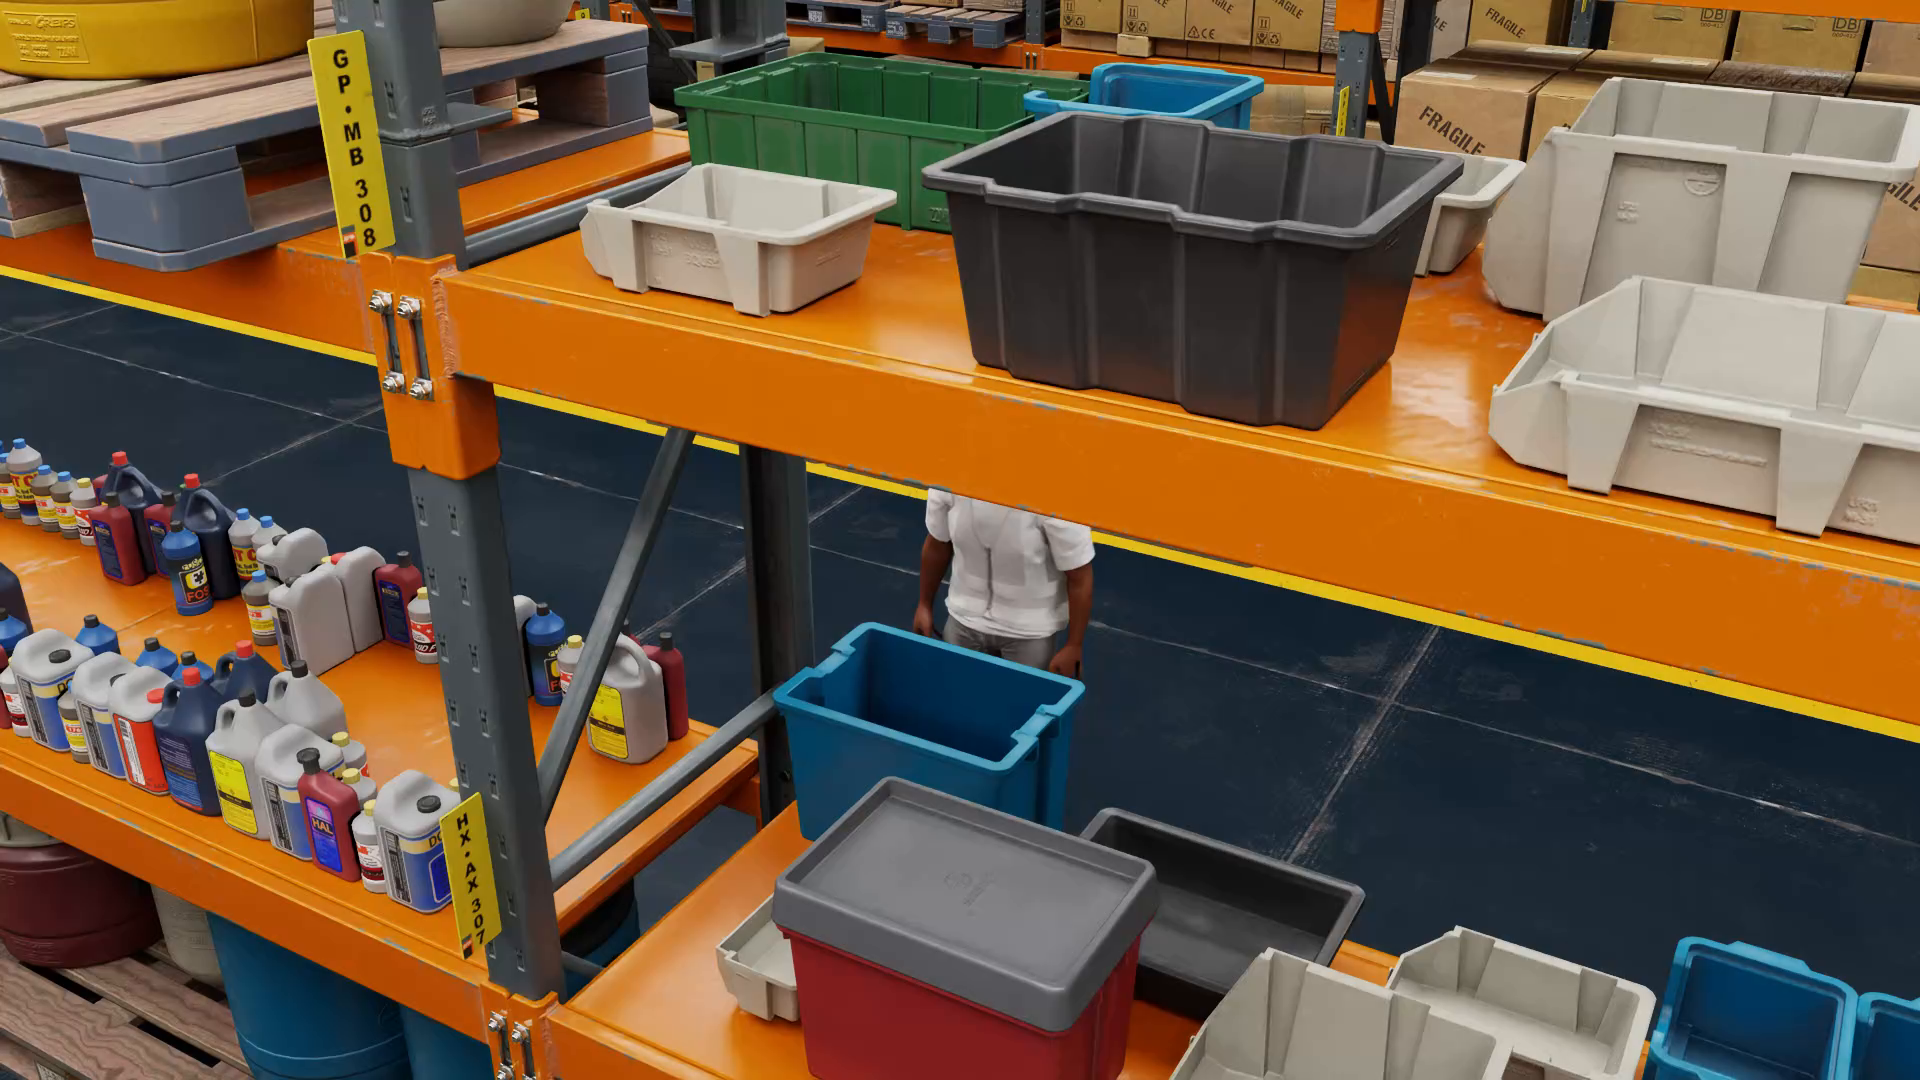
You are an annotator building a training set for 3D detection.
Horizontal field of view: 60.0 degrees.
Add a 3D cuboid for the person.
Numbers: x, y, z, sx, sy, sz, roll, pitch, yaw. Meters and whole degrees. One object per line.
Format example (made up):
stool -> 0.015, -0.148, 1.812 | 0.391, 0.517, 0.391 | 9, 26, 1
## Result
person -> 0.130, 0.286, 5.516 | 0.626, 1.761, 0.459 | 14, 30, 26
